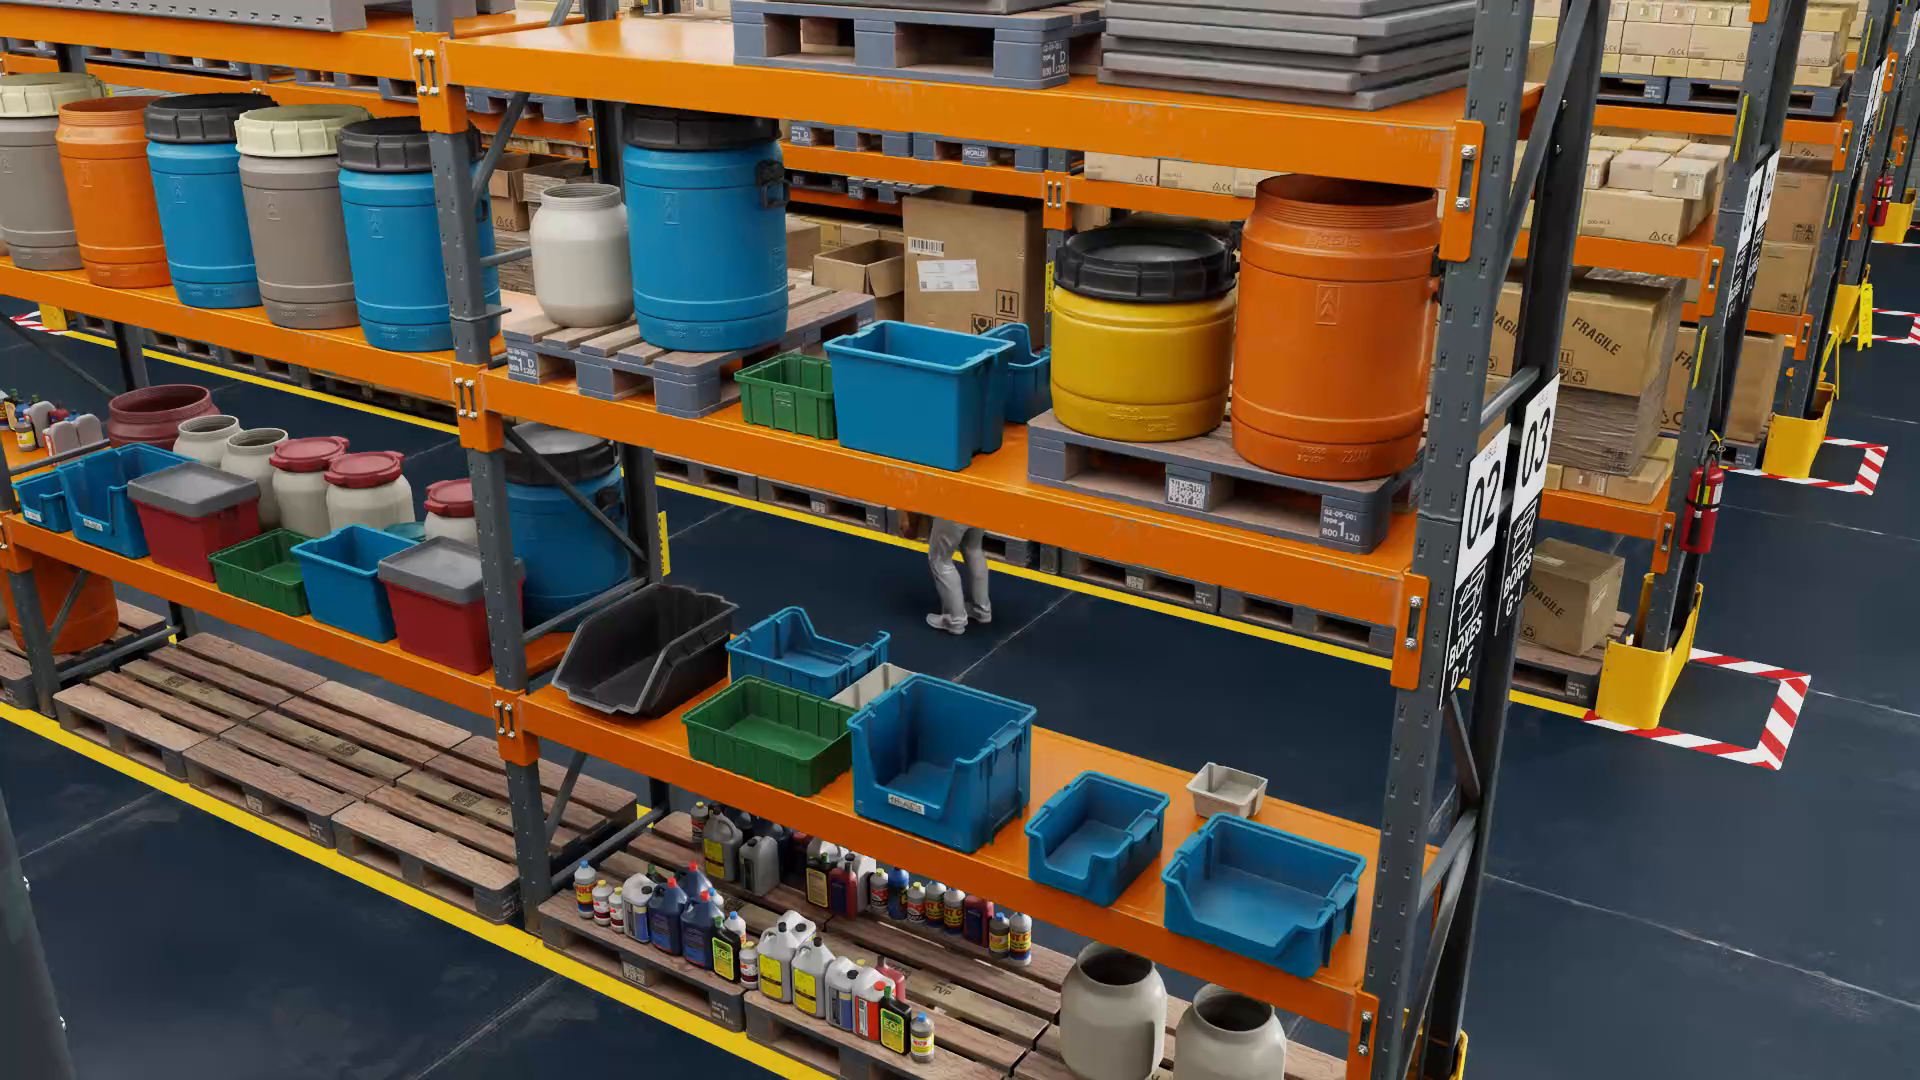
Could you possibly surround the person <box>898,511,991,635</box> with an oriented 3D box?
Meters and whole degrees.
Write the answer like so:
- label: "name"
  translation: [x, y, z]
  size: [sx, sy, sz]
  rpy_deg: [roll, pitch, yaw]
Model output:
- label: "person"
  translation: [-0.142, -0.187, 10.858]
  size: [0.843, 1.489, 0.476]
  rpy_deg: [21, 31, 40]
